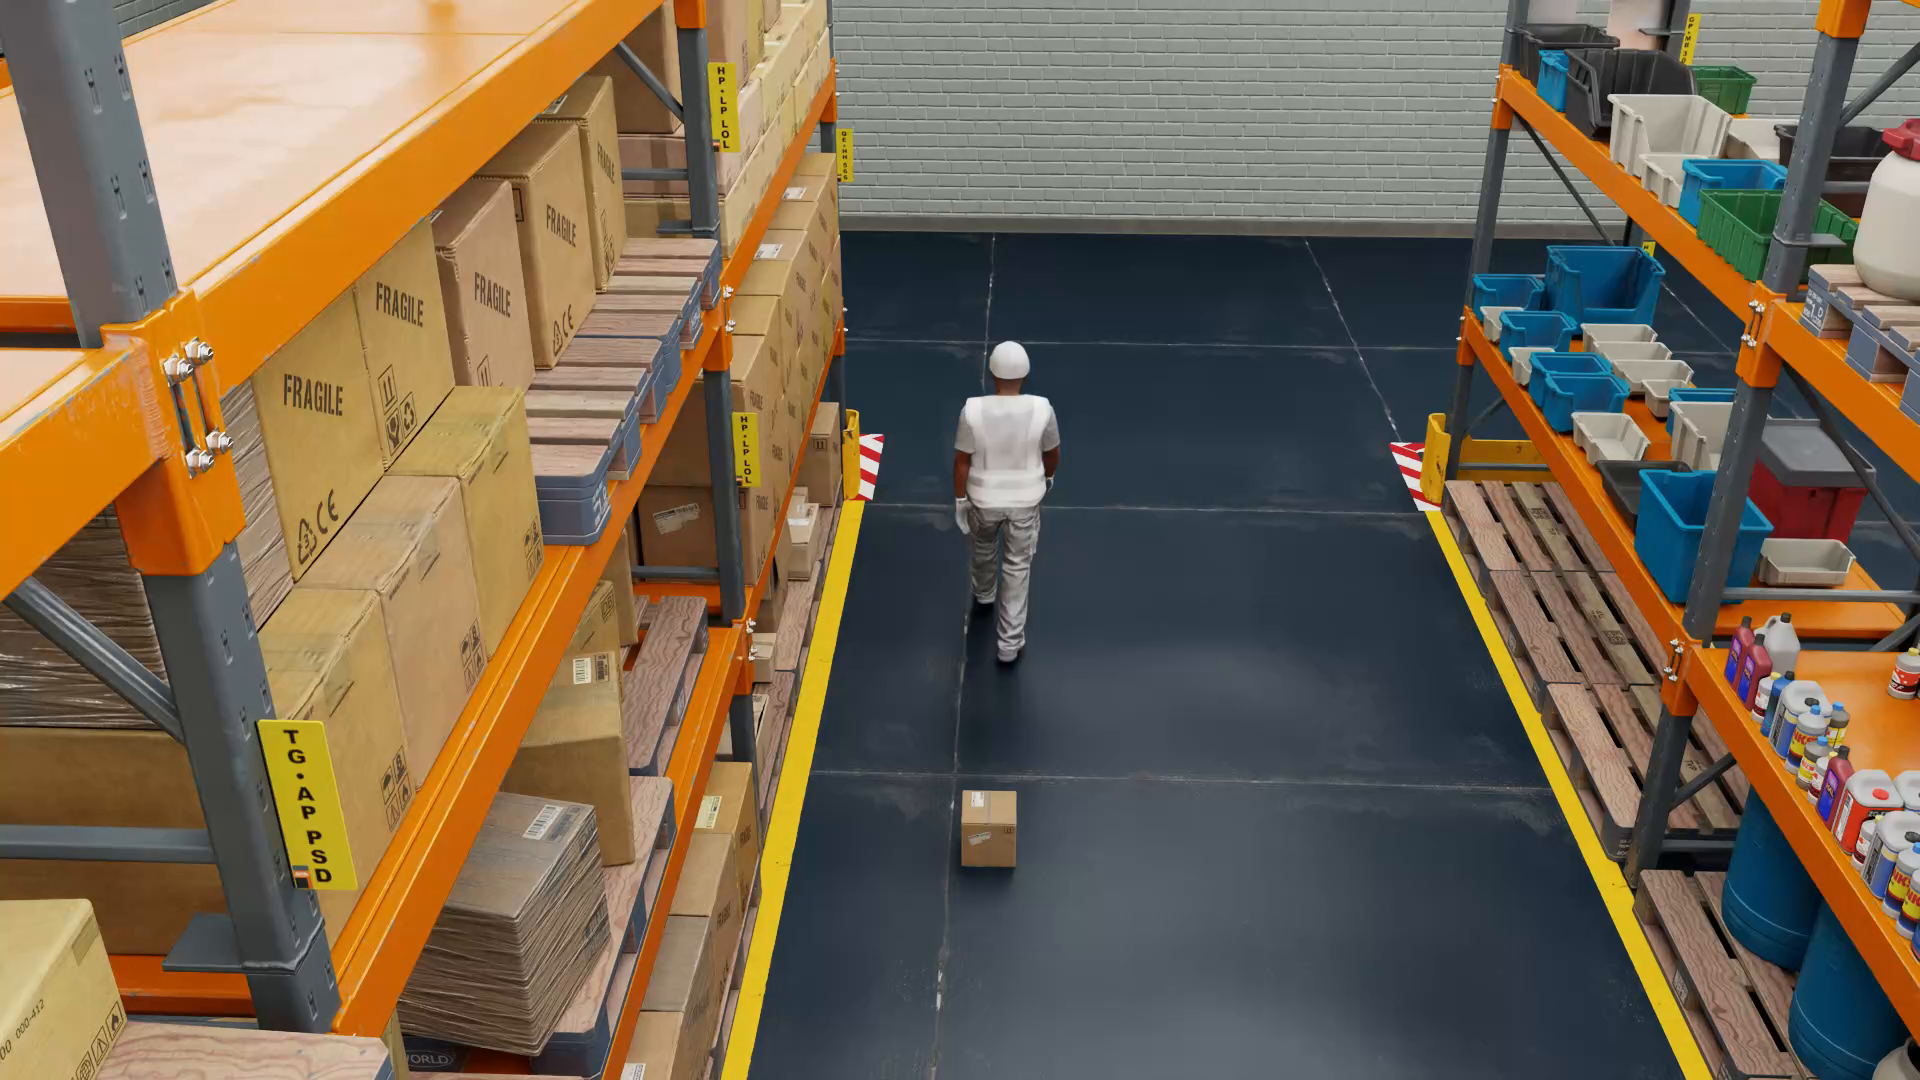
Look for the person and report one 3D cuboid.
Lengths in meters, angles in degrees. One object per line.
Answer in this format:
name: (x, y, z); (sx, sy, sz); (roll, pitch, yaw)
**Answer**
person: (0.259, -0.293, 9.126); (0.566, 1.759, 0.924); (2, 28, 3)
